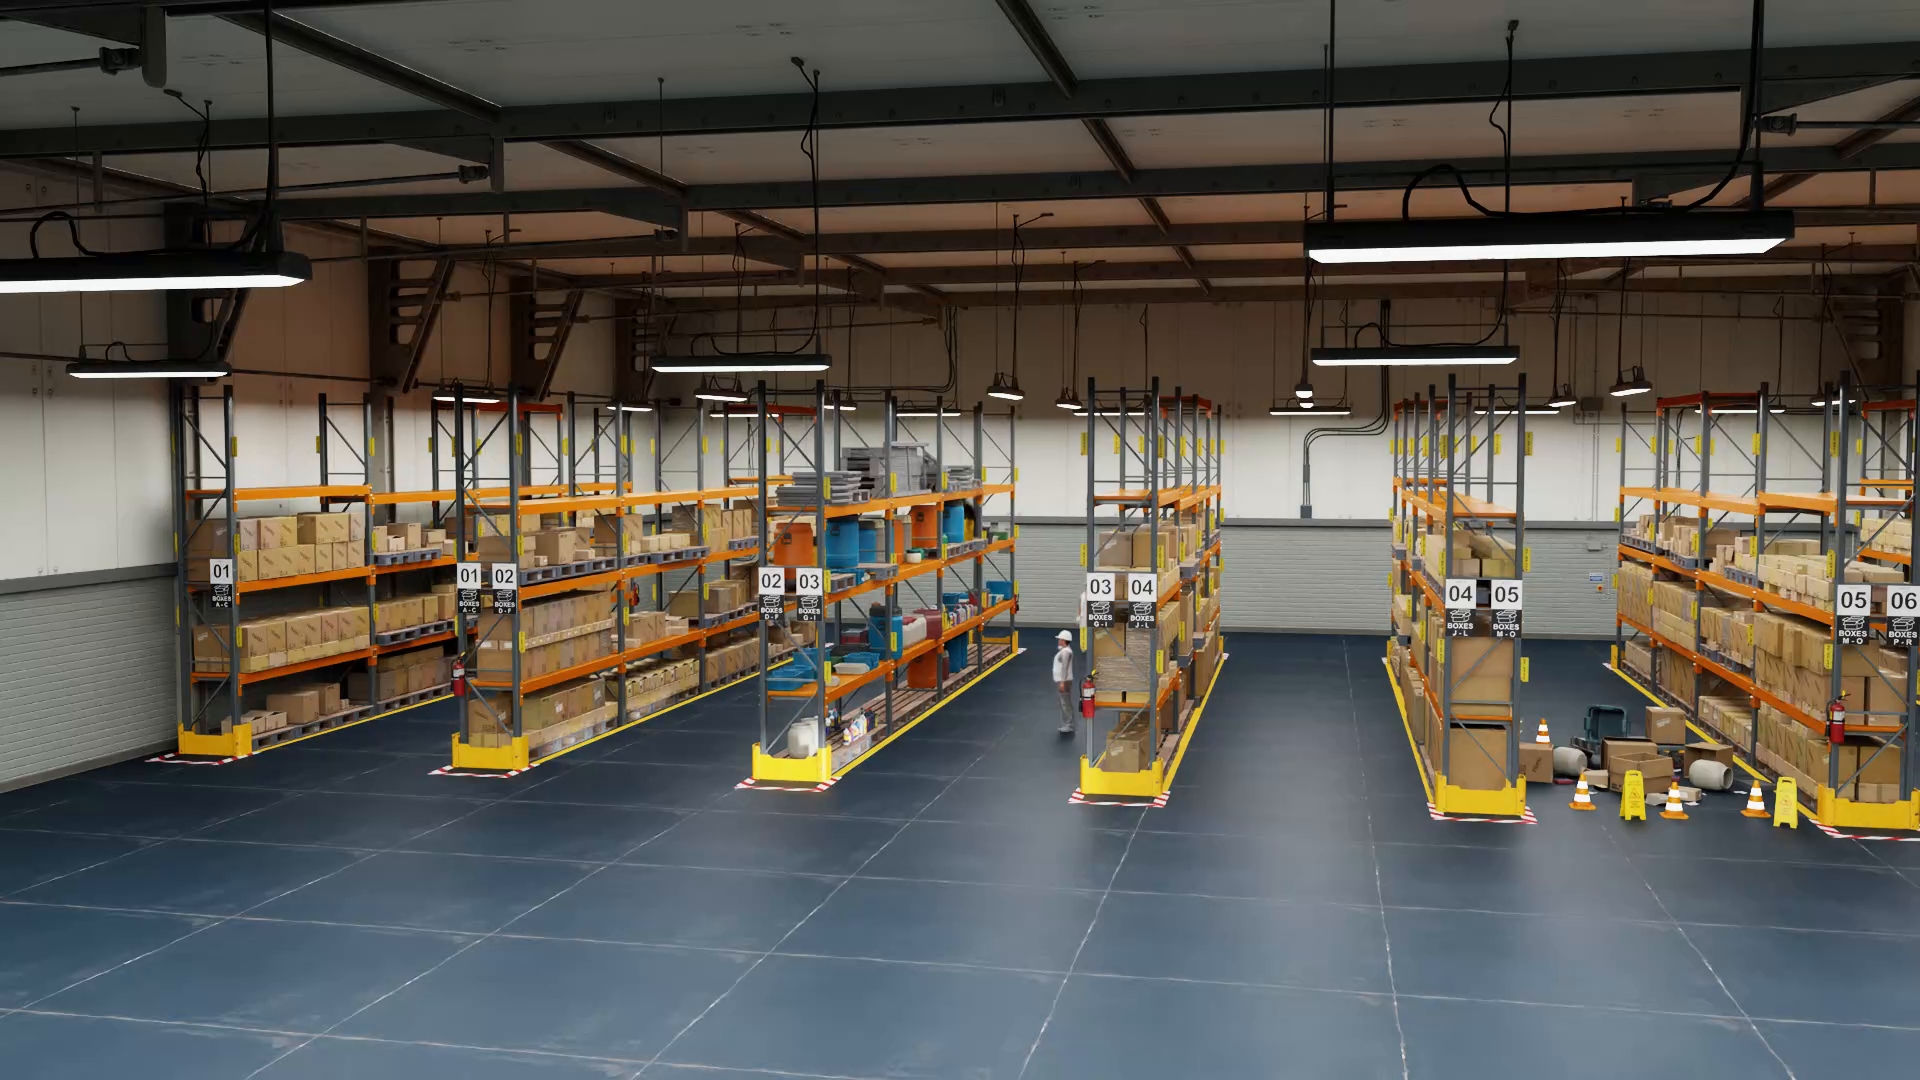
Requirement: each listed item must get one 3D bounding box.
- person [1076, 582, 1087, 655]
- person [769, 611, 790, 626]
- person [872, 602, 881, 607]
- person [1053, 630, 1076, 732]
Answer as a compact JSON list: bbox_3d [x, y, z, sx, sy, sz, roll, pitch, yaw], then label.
[{"bbox_3d":[3.096,1.880,40.231,0.583,1.741,1.050,0,3,3],"label":"person"},{"bbox_3d":[-4.689,1.732,43.020,0.671,1.723,1.064,1,3,24],"label":"person"},{"bbox_3d":[-1.824,2.138,36.122,0.451,1.593,0.460,-2,4,-27],"label":"person"},{"bbox_3d":[1.833,2.493,29.206,0.401,1.809,0.625,0,3,3],"label":"person"}]
